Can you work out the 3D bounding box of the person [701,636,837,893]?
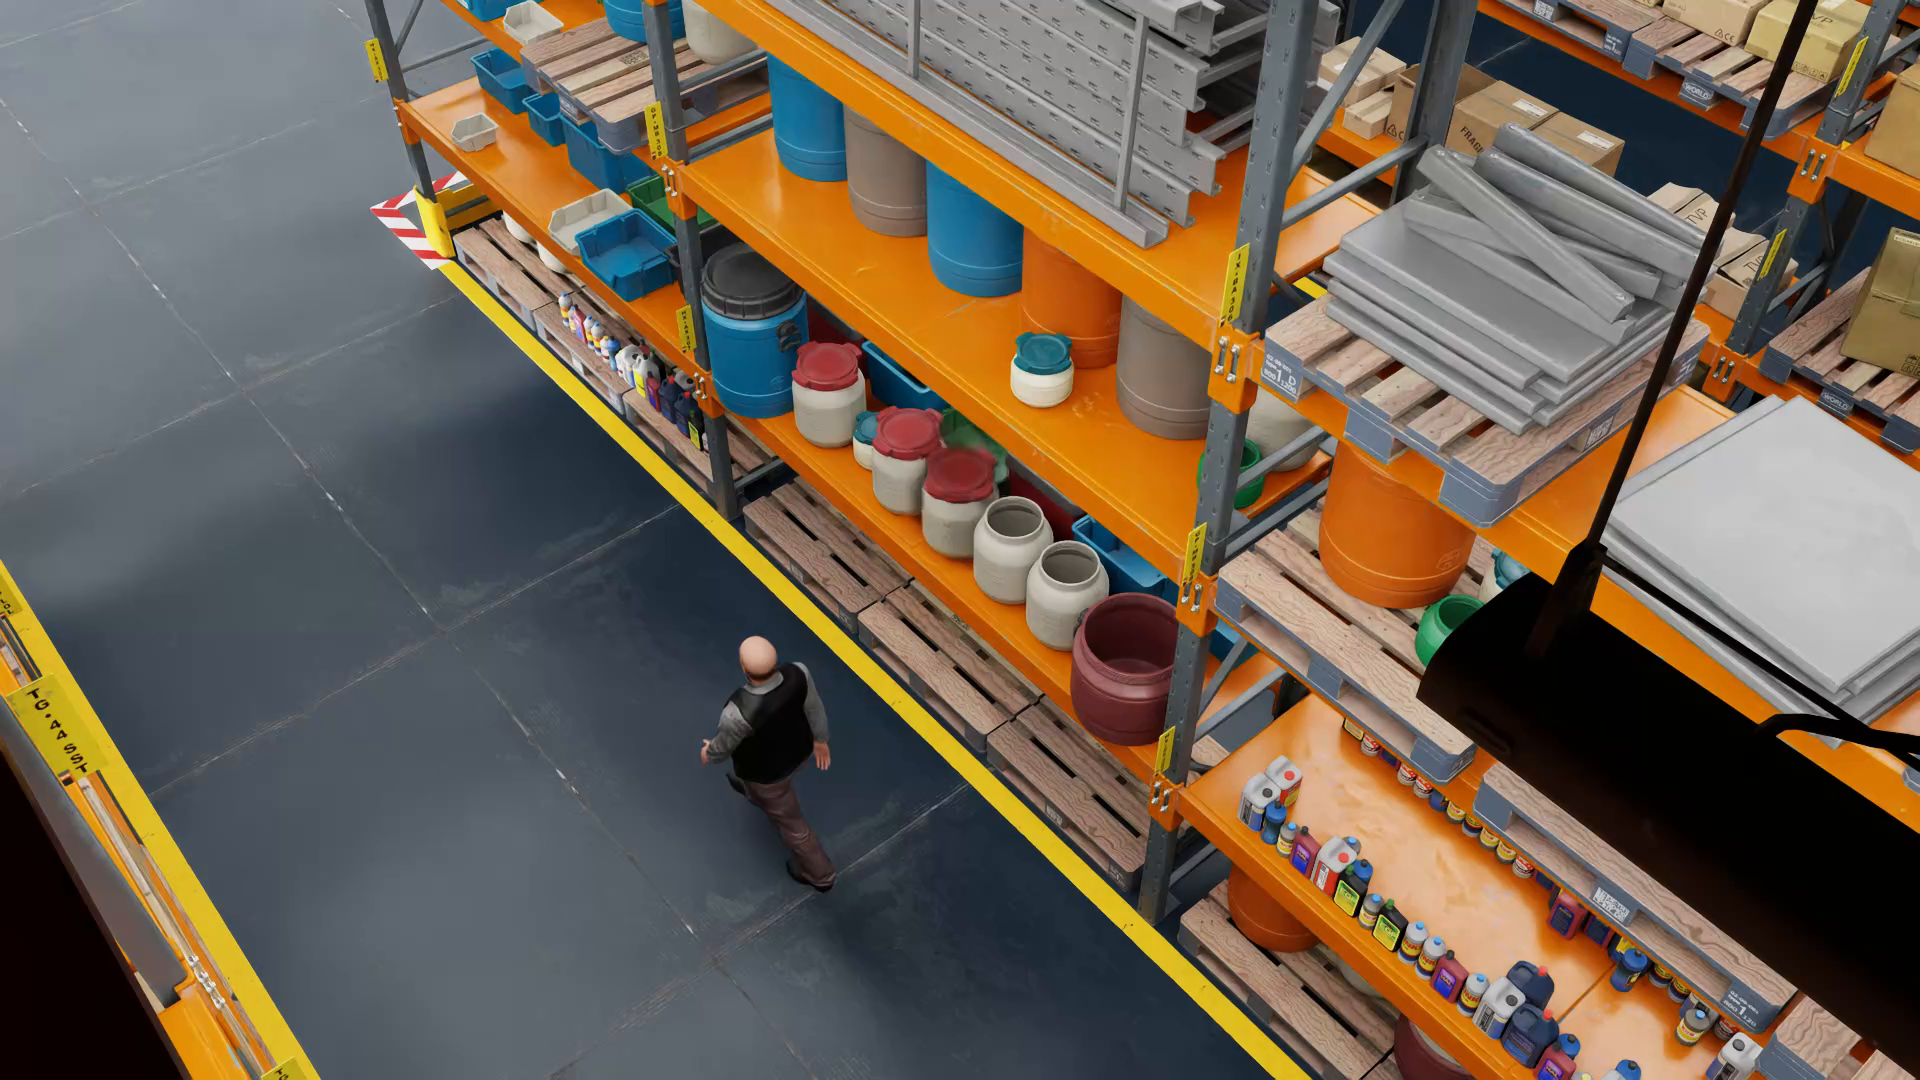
[{"bbox_3d":[-1.013,1.042,8.397,0.969,1.674,0.547,29,53,25],"label":"person"}]
